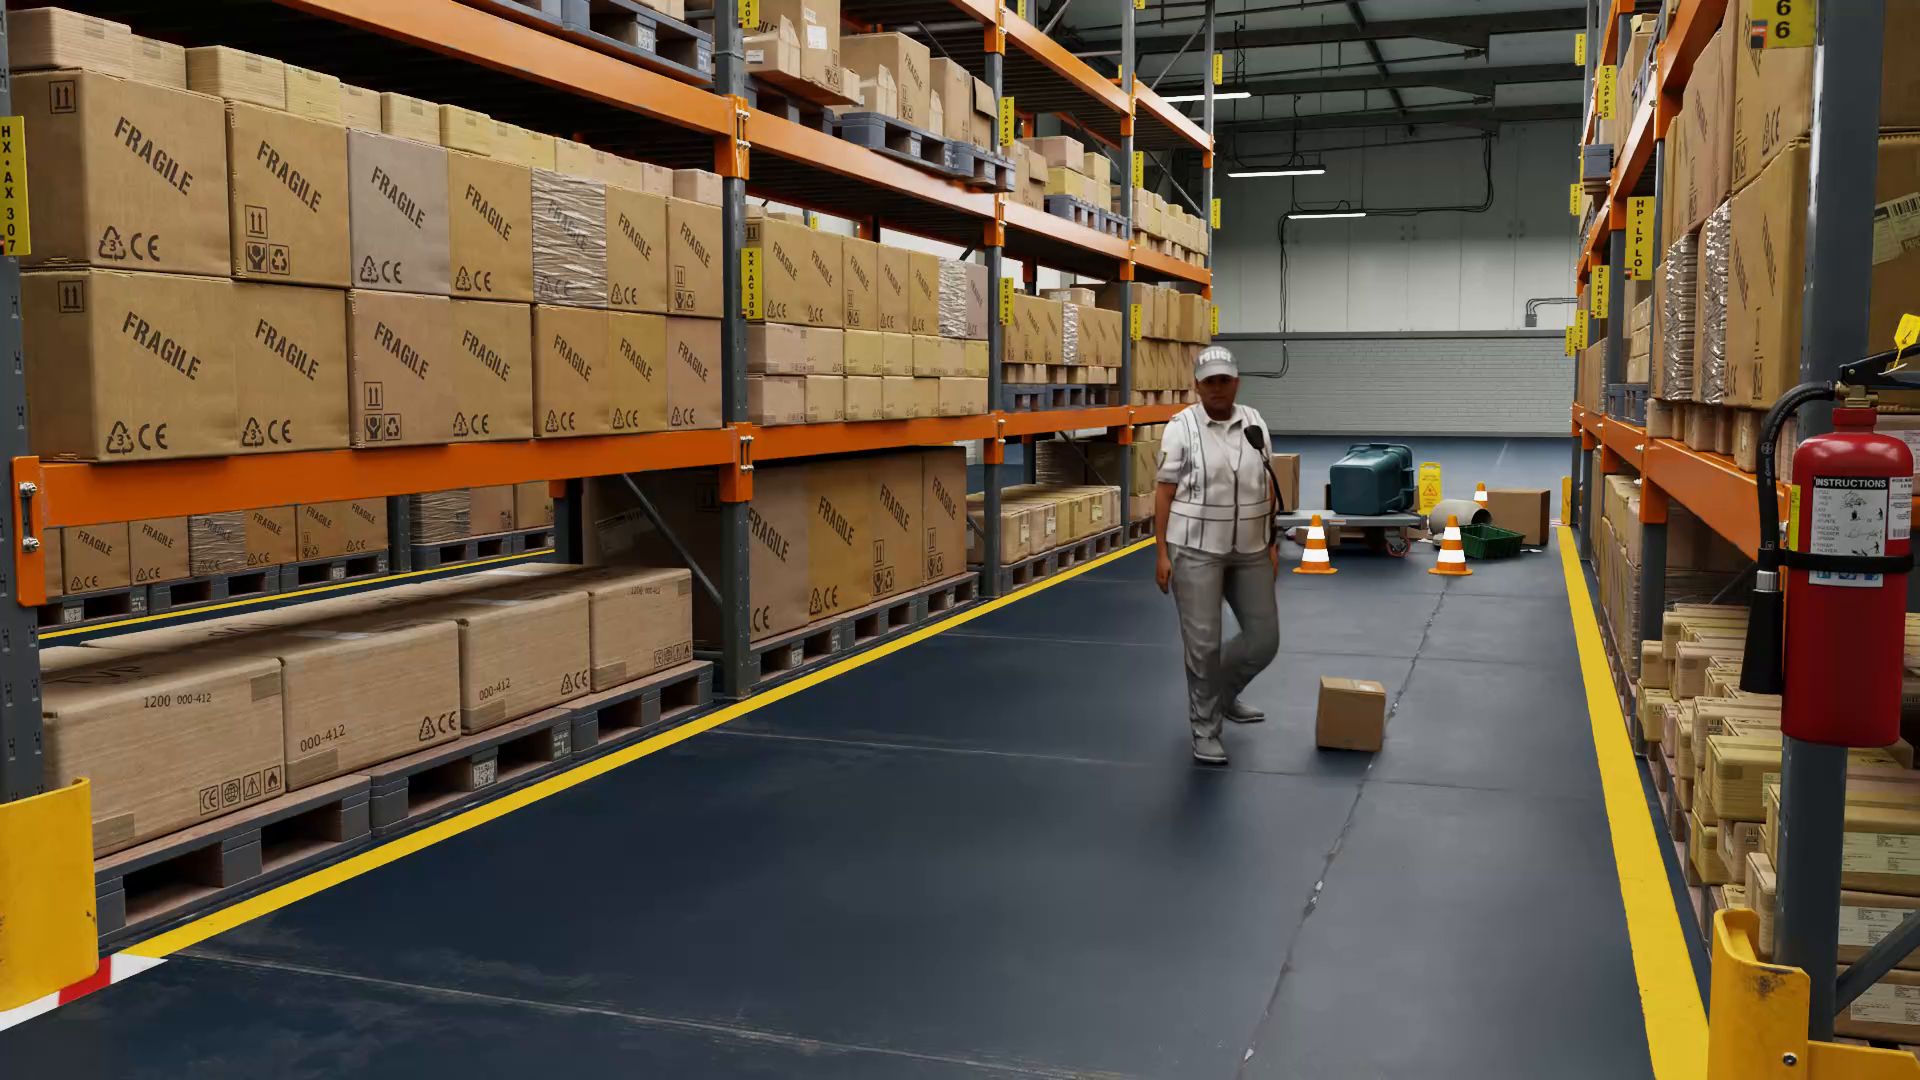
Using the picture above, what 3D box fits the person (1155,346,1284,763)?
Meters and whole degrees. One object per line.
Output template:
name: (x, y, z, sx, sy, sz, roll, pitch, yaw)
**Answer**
person: (1.047, 0.048, 6.758, 0.560, 1.656, 0.581, -1, 5, -14)
